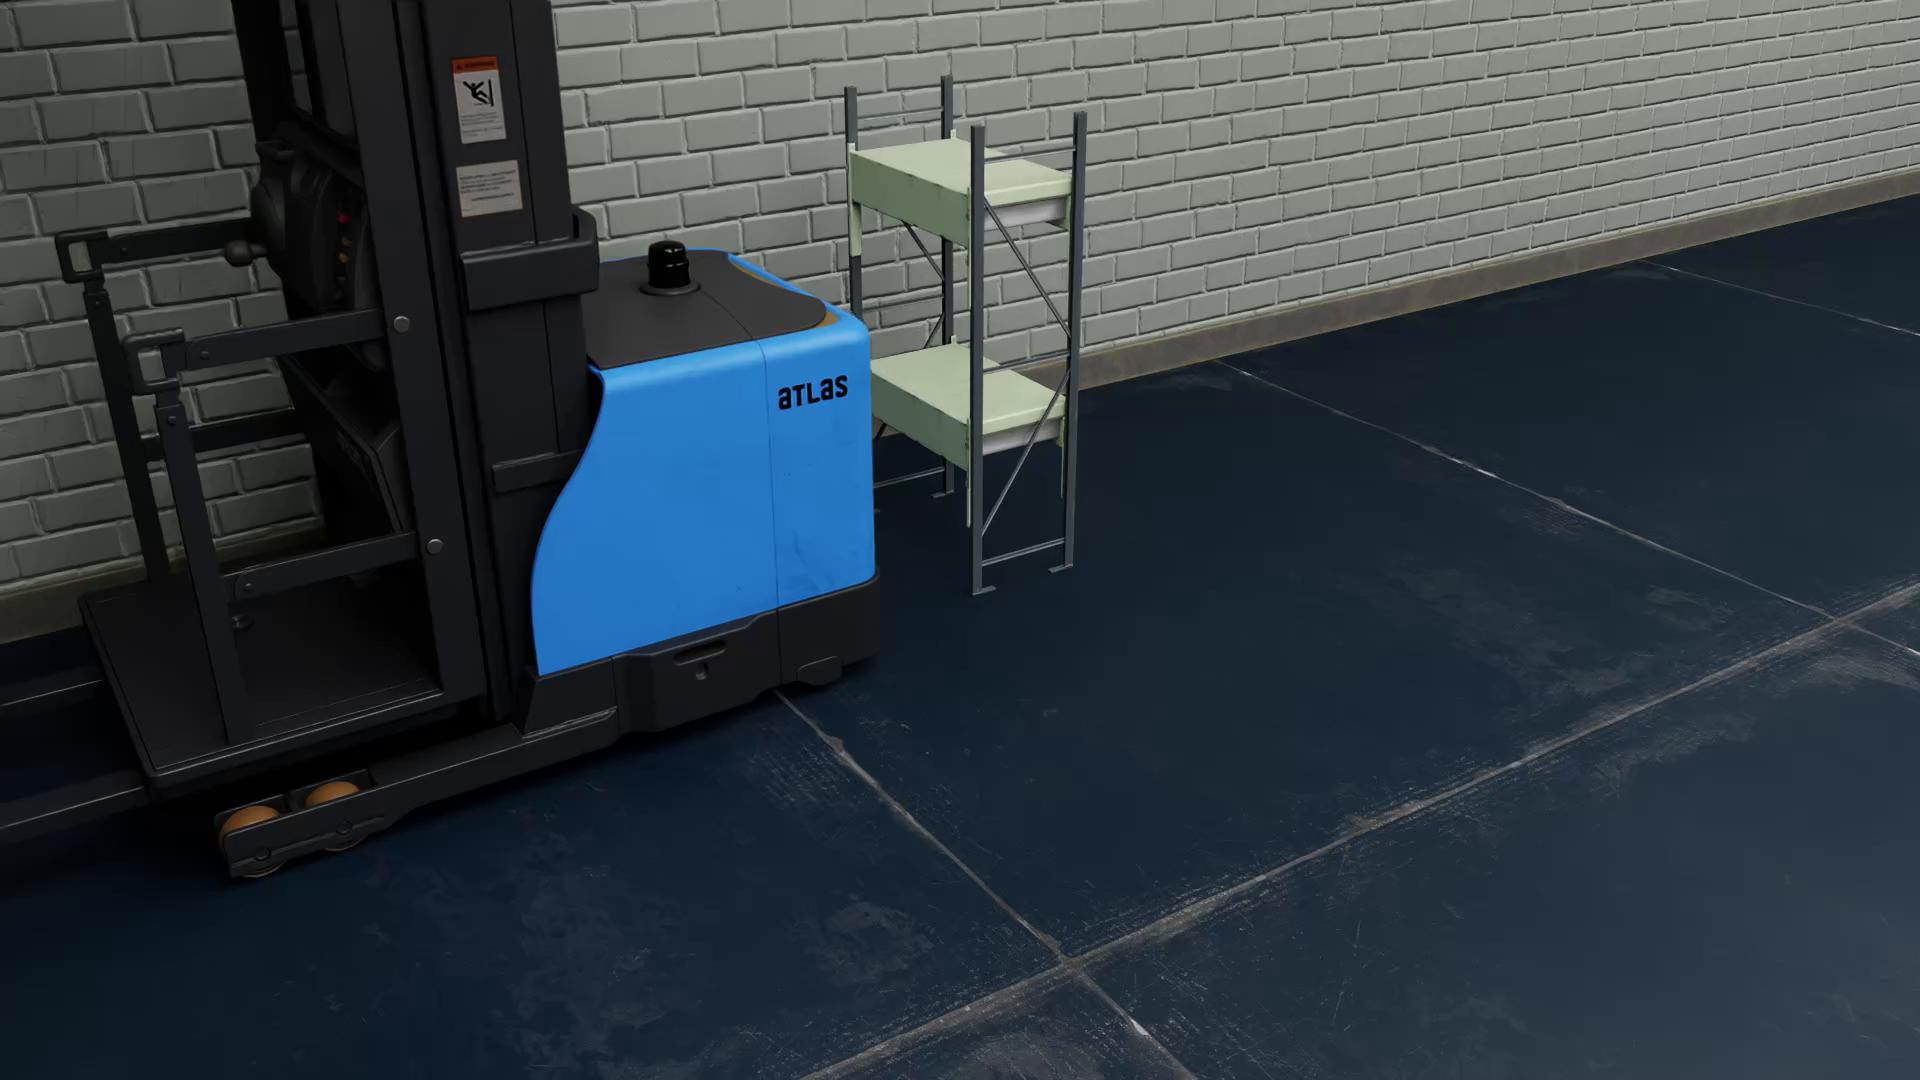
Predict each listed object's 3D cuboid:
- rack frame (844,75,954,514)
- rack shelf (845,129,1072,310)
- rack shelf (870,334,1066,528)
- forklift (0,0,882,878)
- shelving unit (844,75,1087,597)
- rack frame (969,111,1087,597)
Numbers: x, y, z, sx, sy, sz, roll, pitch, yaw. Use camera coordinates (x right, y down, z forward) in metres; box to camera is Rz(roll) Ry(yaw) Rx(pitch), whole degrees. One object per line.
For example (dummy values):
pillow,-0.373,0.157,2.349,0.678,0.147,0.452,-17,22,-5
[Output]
rack frame,-0.196,-0.807,5.702,0.400,1.500,0.023,-16,29,-30
rack shelf,0.004,-1.029,5.258,0.431,0.370,0.720,-16,29,-30
rack shelf,0.004,-0.381,5.564,0.431,0.370,0.720,-16,29,-30
forklift,-1.743,-0.768,3.943,3.031,2.935,1.130,-16,30,-30
shelving unit,0.004,-0.676,5.425,0.431,1.500,0.755,-16,29,-30
rack frame,0.203,-0.545,5.147,0.400,1.500,0.023,-16,29,-30
